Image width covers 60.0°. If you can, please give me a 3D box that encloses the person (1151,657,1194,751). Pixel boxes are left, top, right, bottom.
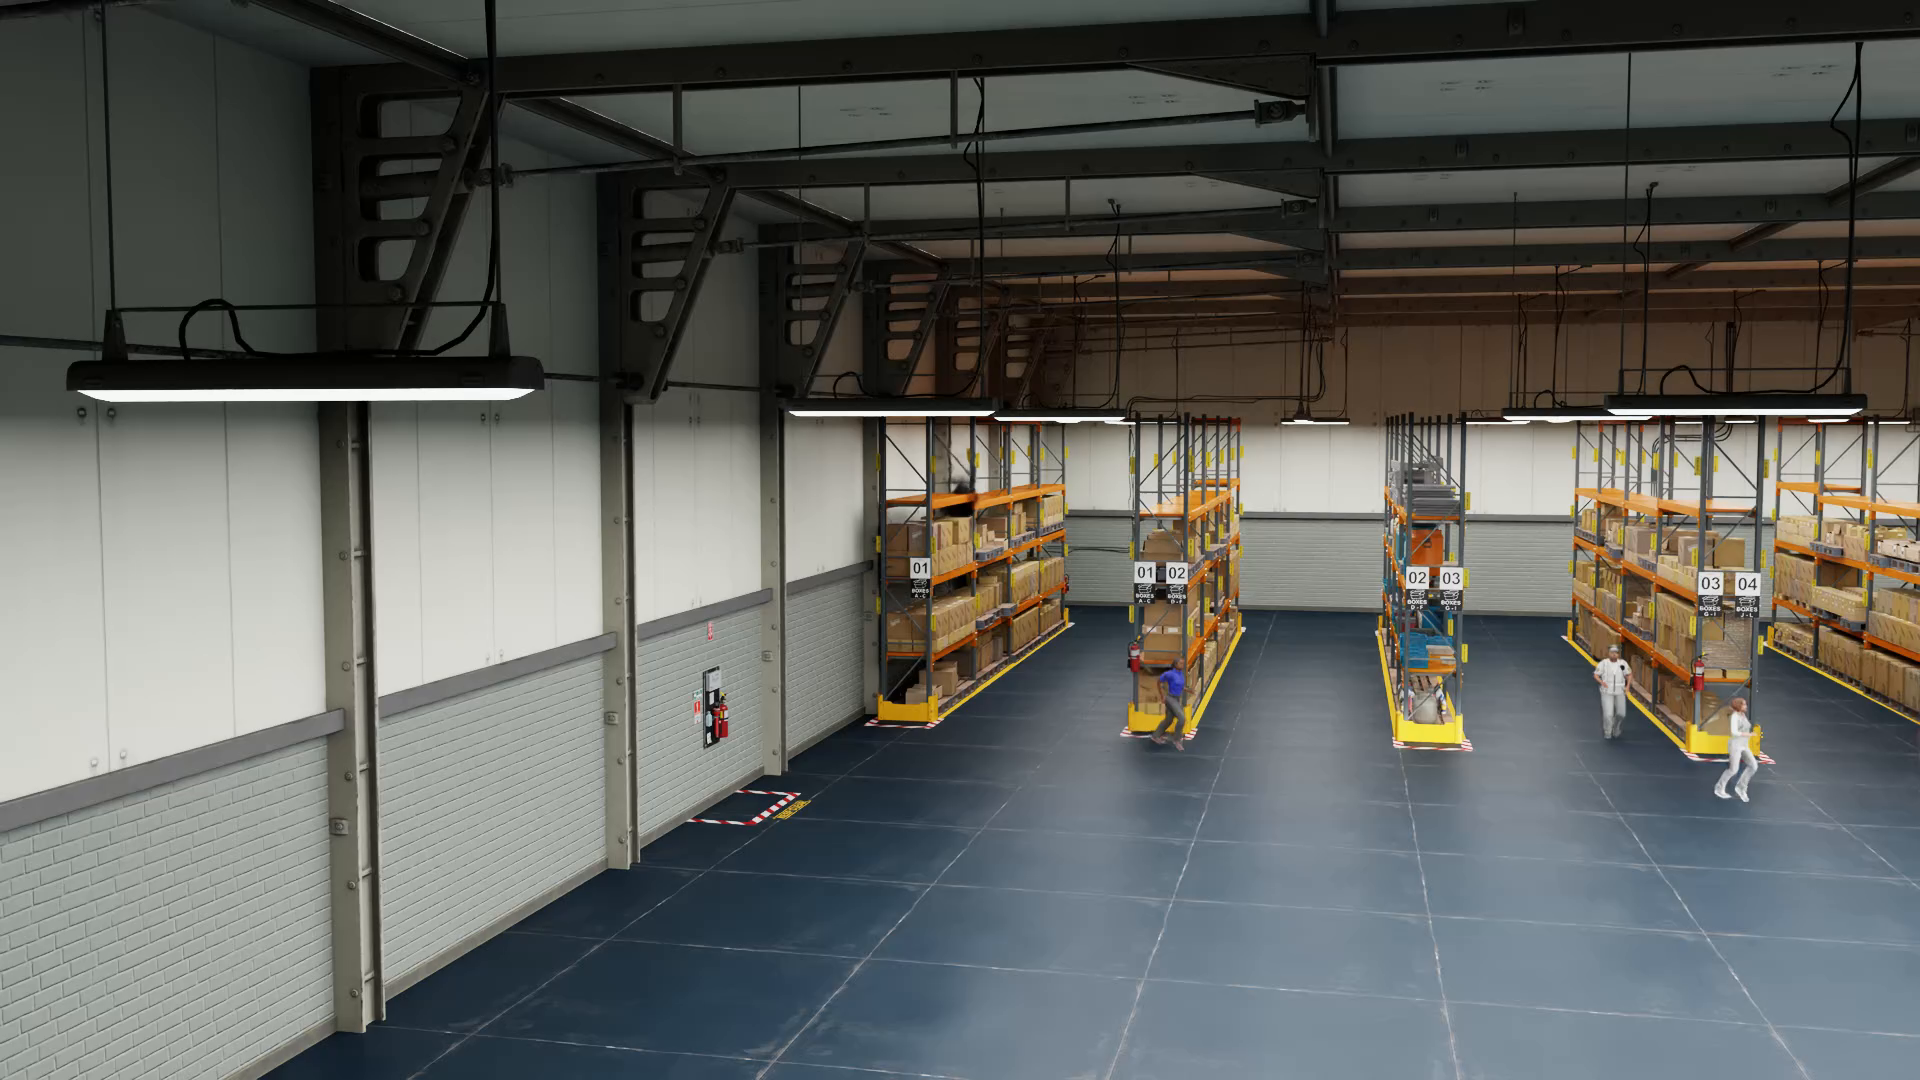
[{"bbox_3d":[3.796,2.914,29.640,0.829,1.688,0.486,2,5,31],"label":"person"}]

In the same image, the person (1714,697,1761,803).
[{"bbox_3d":[11.886,3.204,25.395,0.579,1.626,0.658,-4,5,-44],"label":"person"}]

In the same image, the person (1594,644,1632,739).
[{"bbox_3d":[11.984,2.777,30.483,0.677,1.743,0.600,1,4,13],"label":"person"}]
